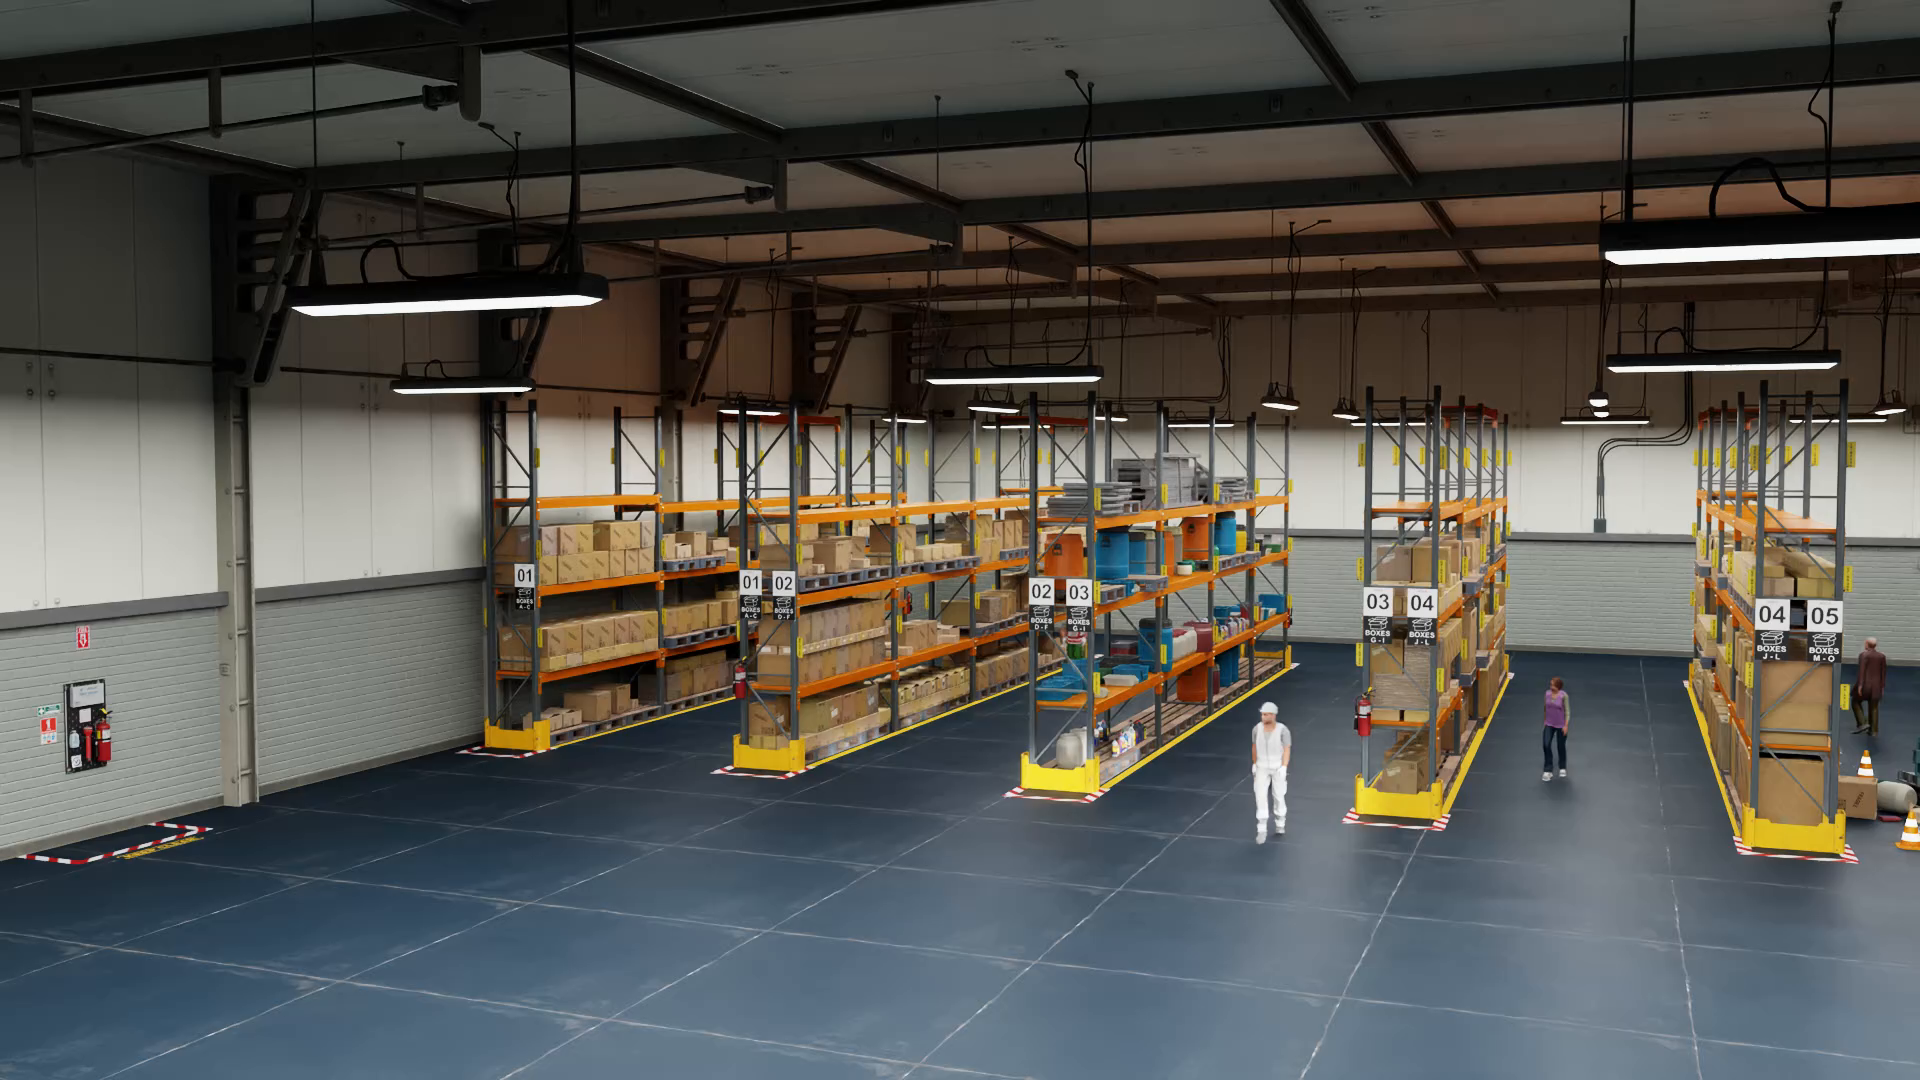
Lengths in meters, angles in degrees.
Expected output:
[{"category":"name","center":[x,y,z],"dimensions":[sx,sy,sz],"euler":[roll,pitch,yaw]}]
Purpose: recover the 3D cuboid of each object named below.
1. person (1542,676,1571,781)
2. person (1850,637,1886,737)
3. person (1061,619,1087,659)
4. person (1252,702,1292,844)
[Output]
[{"category":"person","center":[9.314,2.933,25.966],"dimensions":[0.461,1.612,0.596],"euler":[2,4,41]},{"category":"person","center":[16.327,2.632,29.812],"dimensions":[0.589,1.769,0.561],"euler":[0,3,6]},{"category":"person","center":[2.604,2.316,37.462],"dimensions":[0.691,1.691,0.599],"euler":[1,3,26]},{"category":"person","center":[4.066,3.035,21.862],"dimensions":[0.553,1.790,0.805],"euler":[1,3,25]}]
